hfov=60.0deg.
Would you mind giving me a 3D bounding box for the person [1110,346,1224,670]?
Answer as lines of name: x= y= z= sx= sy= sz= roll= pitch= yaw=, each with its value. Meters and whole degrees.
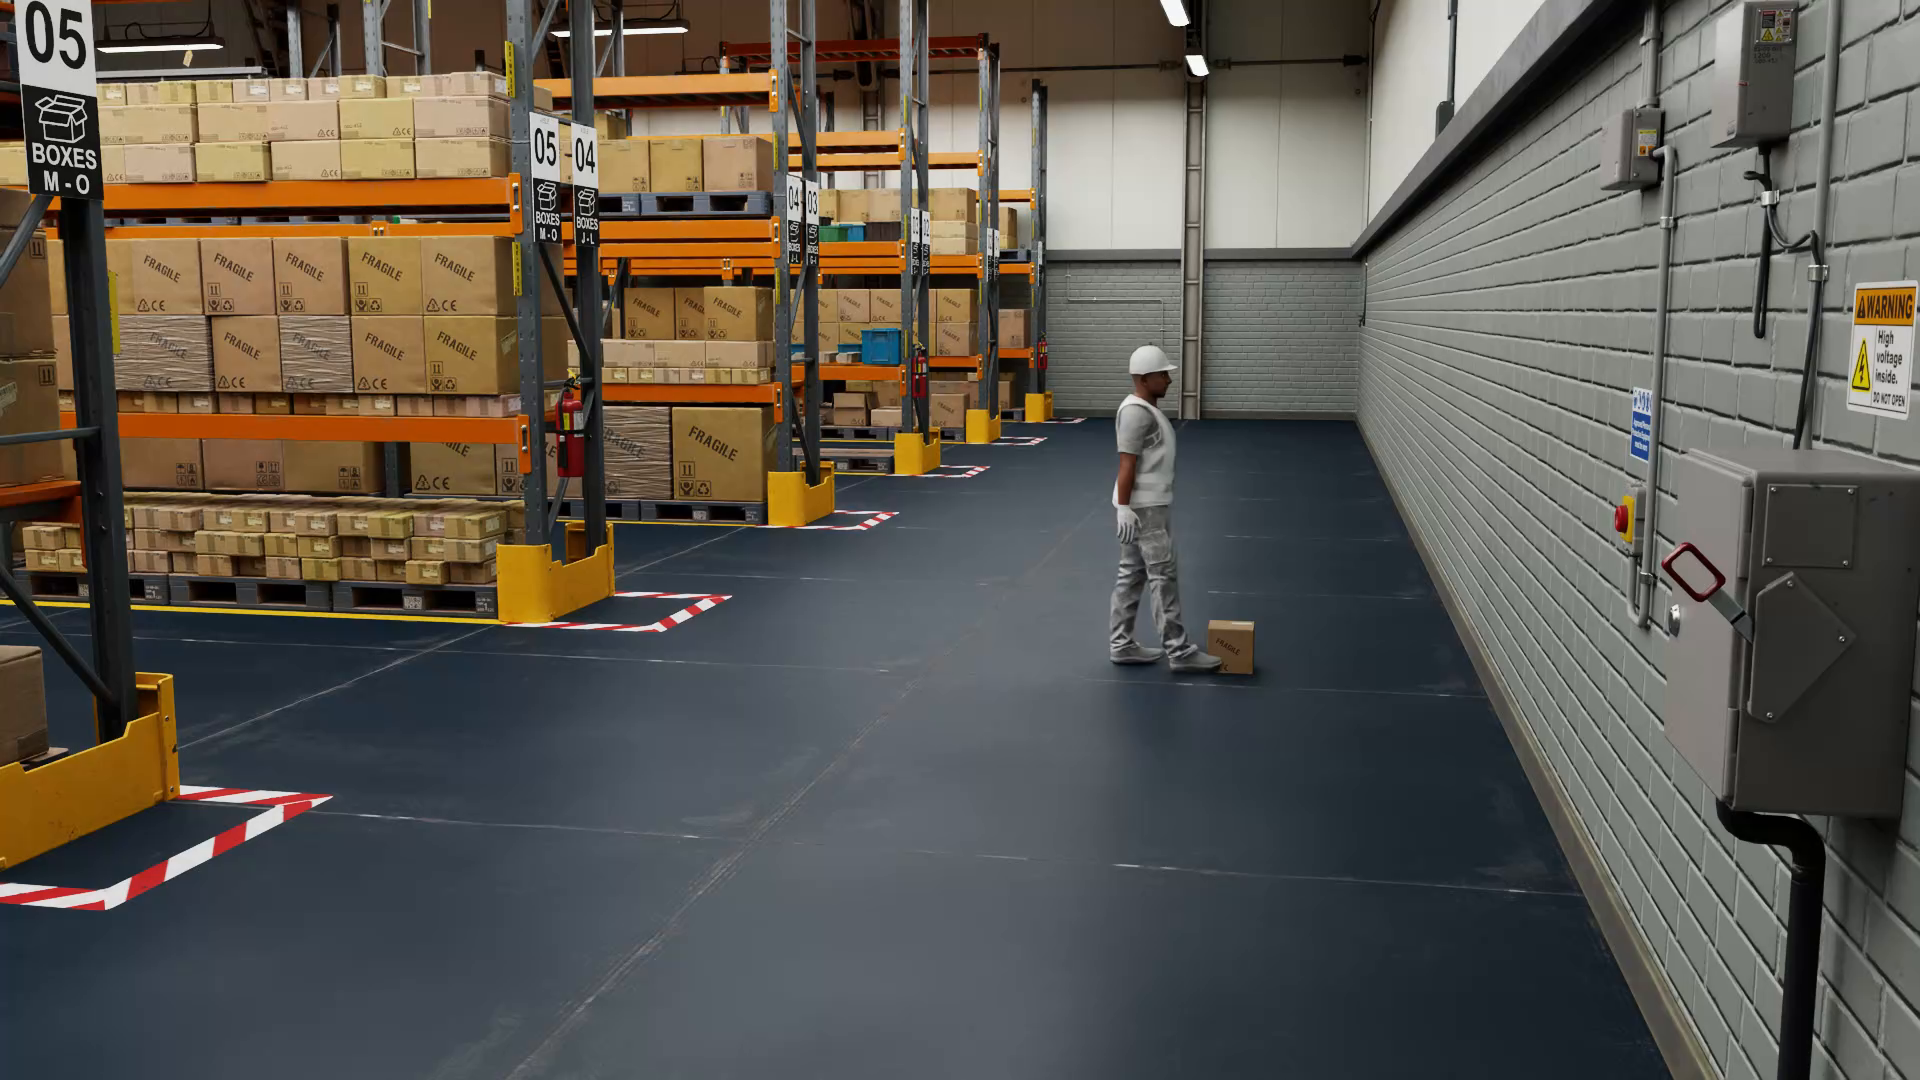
person: x=1.163 y=-0.185 z=9.254 sx=0.637 sy=1.779 sz=0.566 roll=1 pitch=8 yaw=5
